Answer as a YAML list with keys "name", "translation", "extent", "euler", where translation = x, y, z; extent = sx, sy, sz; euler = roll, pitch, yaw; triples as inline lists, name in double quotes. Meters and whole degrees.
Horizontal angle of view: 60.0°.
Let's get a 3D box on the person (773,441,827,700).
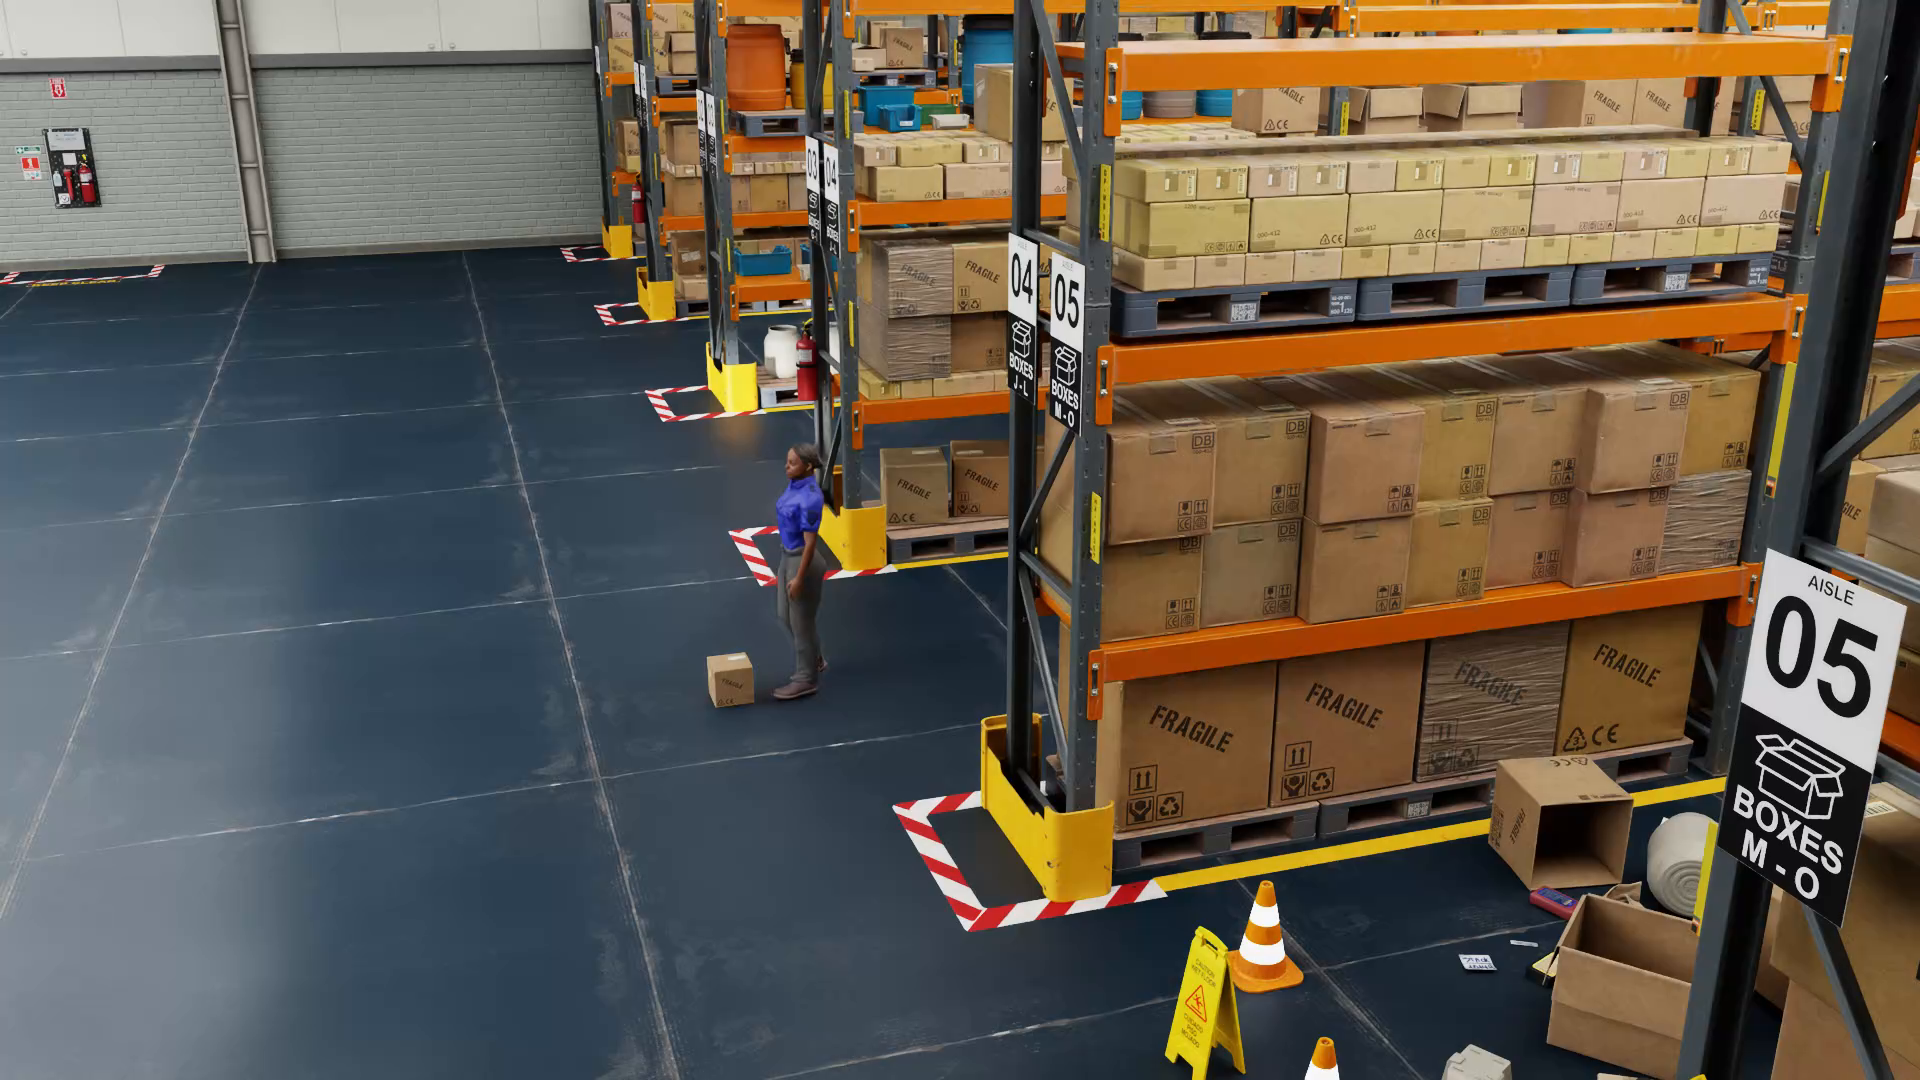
- name: "person"
  translation: [-1.028, 0.207, 10.547]
  extent: [0.410, 1.726, 0.475]
  euler: [-6, 20, -17]
